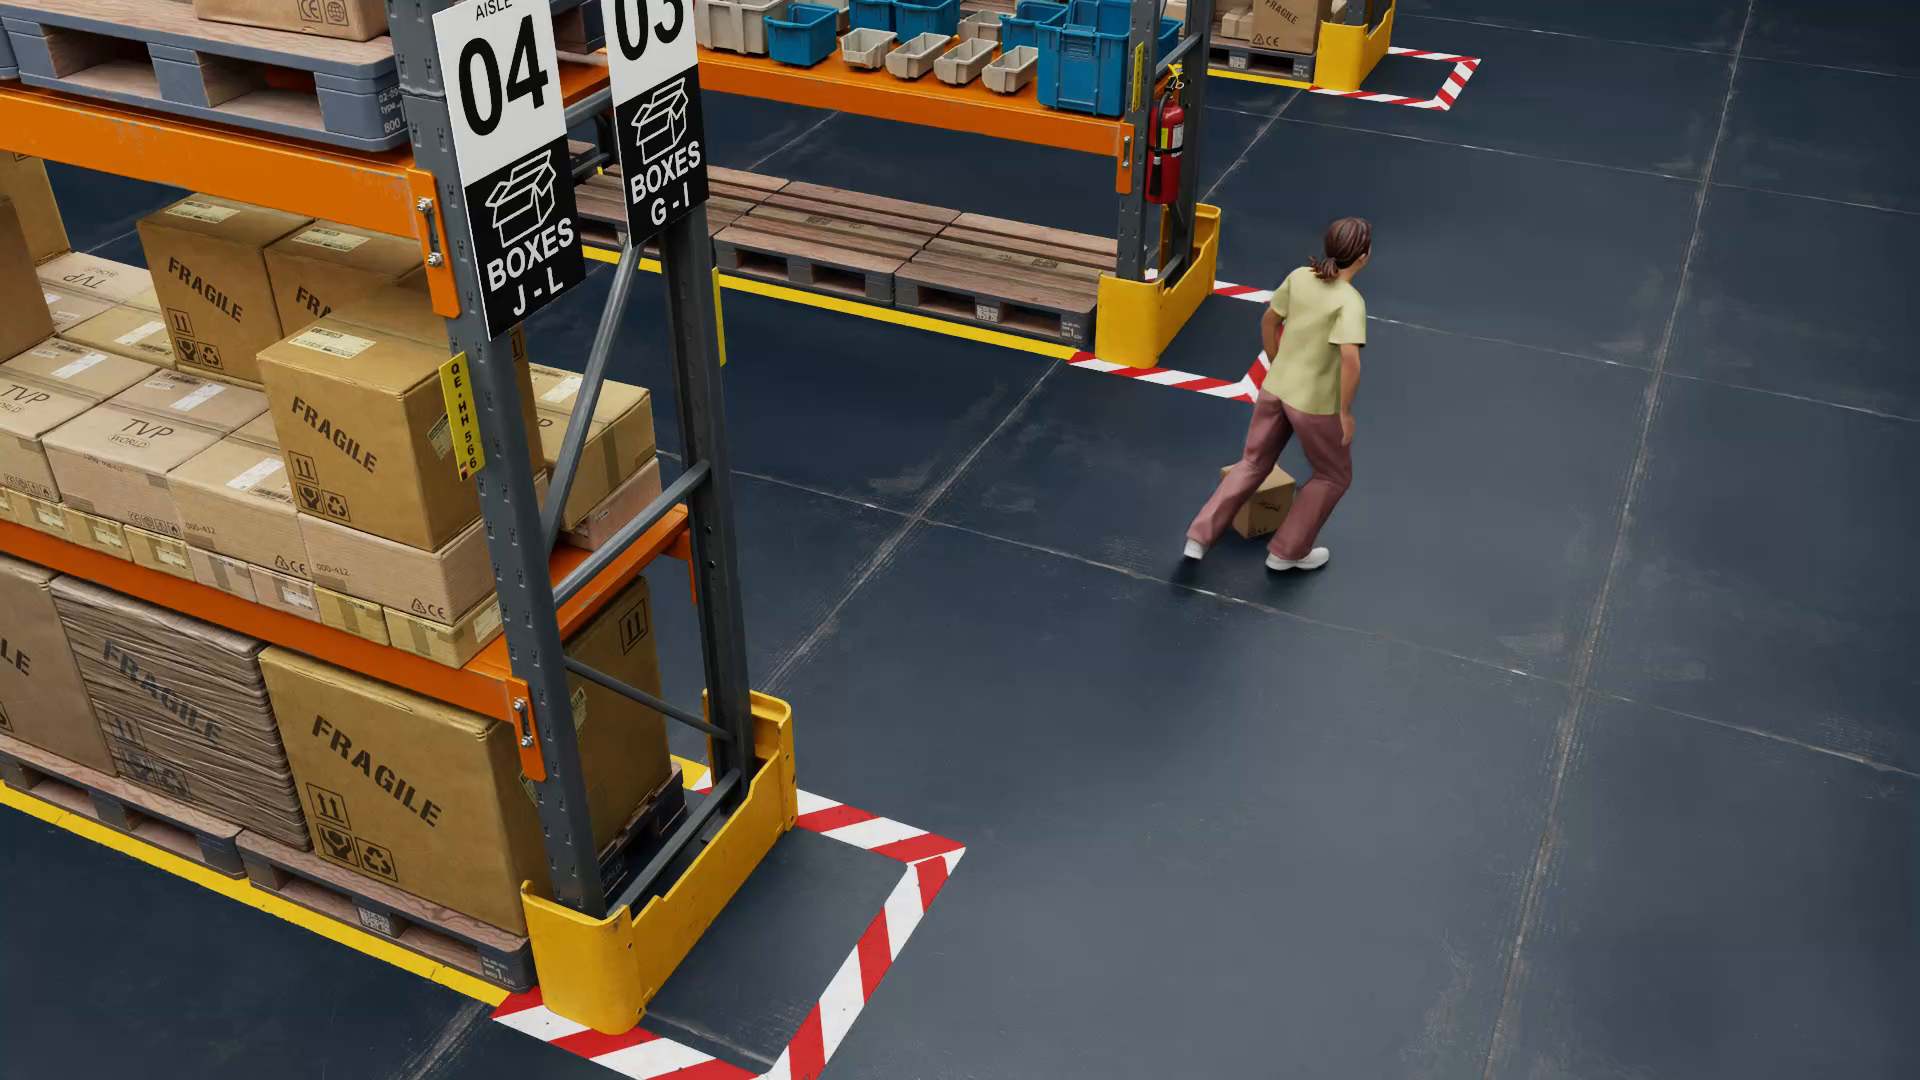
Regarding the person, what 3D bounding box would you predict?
[{"bbox_3d":[1.377,-0.552,7.033,0.745,1.605,0.607,-21,39,-28],"label":"person"}]
